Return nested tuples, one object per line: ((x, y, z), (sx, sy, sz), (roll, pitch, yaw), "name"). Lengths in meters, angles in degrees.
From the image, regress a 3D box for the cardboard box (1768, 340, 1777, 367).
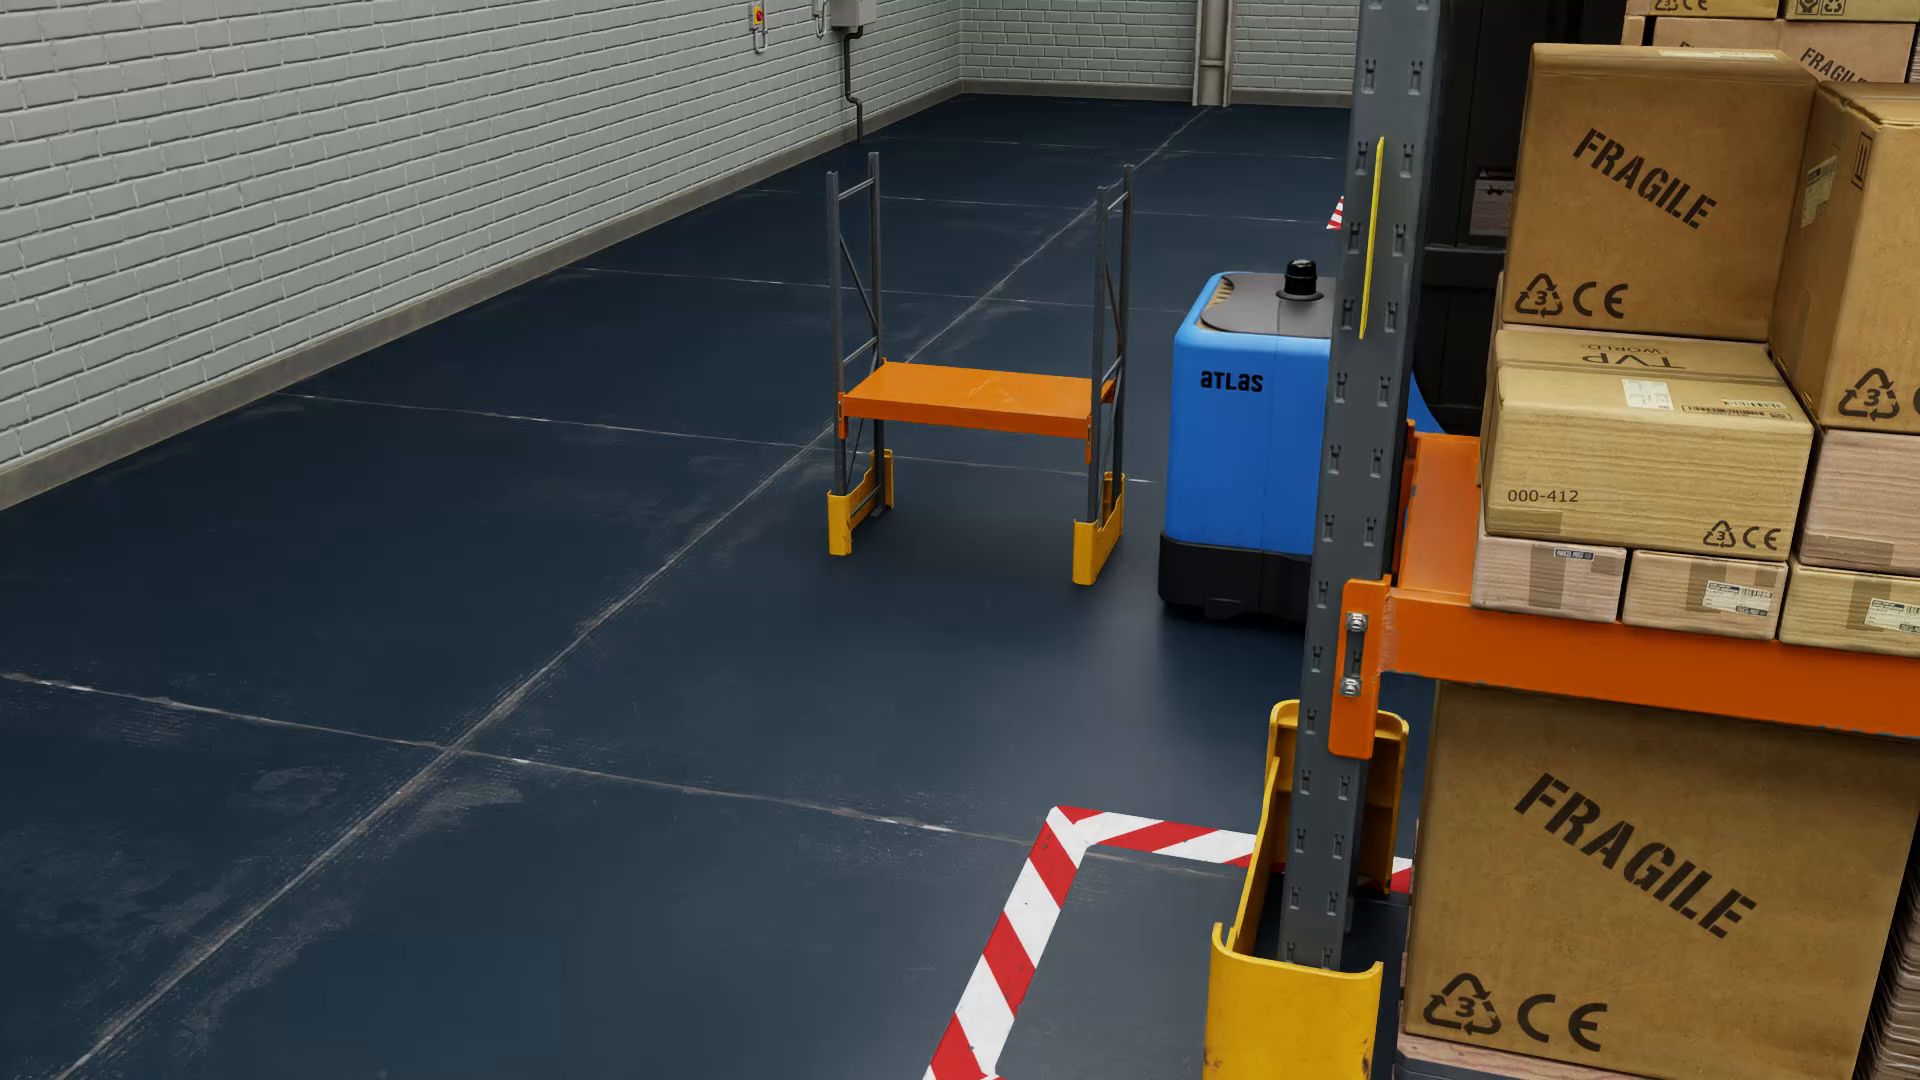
((1.889, -0.329, 3.424), (0.500, 0.250, 0.500), (6, 23, 15), "cardboard box")

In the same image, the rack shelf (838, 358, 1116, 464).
((0.082, -0.518, 6.531), (1.000, 0.185, 0.538), (7, 23, 16), "rack shelf")

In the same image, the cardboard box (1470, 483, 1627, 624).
((1.107, 0.002, 3.143), (0.250, 0.149, 0.380), (7, 23, 16), "cardboard box")

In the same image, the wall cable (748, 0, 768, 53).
((-1.680, -4.968, 13.548), (0.123, 1.953, 0.585), (7, 23, 16), "wall cable")

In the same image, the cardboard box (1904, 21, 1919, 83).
((4.217, -1.937, 7.016), (0.500, 0.500, 0.500), (6, 23, 14), "cardboard box")

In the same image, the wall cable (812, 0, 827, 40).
((-1.281, -5.470, 14.814), (0.122, 1.984, 0.588), (7, 23, 16), "wall cable")

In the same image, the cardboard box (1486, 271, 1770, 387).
((1.403, -0.384, 3.560), (0.500, 0.250, 0.500), (6, 23, 15), "cardboard box")

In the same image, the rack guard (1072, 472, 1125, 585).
((0.550, -0.053, 6.569), (0.087, 0.250, 0.587), (7, 23, 16), "rack guard")

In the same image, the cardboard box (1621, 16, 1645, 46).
((2.742, -2.098, 7.409), (0.500, 0.500, 0.500), (8, 24, 18), "cardboard box")

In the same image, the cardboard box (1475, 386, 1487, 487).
((1.299, -0.237, 3.727), (0.250, 0.149, 0.380), (7, 23, 17), "cardboard box")

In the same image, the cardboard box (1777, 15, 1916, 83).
((3.727, -1.991, 7.147), (0.500, 0.500, 0.500), (7, 23, 16), "cardboard box")

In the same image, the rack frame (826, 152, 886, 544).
((-0.405, -0.740, 6.598), (0.032, 1.500, 0.500), (7, 23, 16), "rack frame")

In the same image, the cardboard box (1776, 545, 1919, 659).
((1.598, 0.058, 3.008), (0.250, 0.149, 0.380), (6, 23, 14), "cardboard box")

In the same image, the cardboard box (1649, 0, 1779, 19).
((3.230, -2.512, 7.100), (0.500, 0.500, 0.500), (7, 23, 17), "cardboard box")

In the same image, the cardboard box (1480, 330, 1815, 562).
((1.244, -0.190, 3.088), (0.500, 0.250, 0.500), (6, 23, 14), "cardboard box")

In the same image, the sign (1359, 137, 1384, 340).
((0.697, -0.509, 2.814), (0.005, 0.325, 0.100), (7, 23, 16), "sign")

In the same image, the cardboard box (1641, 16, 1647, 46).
((3.388, -2.234, 7.739), (0.500, 0.500, 0.500), (6, 23, 15), "cardboard box")

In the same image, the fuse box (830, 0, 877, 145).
((-0.933, -4.634, 15.813), (0.414, 1.711, 0.539), (7, 23, 16), "fuse box")

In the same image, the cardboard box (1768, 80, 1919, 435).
((1.723, -0.483, 2.812), (0.500, 0.500, 0.500), (6, 23, 14), "cardboard box")

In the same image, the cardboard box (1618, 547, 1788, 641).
((1.353, 0.030, 3.076), (0.250, 0.149, 0.380), (6, 23, 15), "cardboard box")

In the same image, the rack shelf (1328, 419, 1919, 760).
((2.777, 0.279, 3.085), (4.000, 0.370, 1.077), (7, 23, 16), "rack shelf")

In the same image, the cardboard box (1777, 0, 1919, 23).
((3.722, -2.447, 6.941), (0.500, 0.500, 0.500), (6, 23, 14), "cardboard box")

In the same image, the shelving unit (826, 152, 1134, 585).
((0.073, -0.686, 6.465), (1.083, 1.500, 0.587), (7, 23, 16), "shelving unit")

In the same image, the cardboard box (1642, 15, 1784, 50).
((3.262, -2.049, 7.289), (0.500, 0.500, 0.500), (7, 23, 16), "cardboard box")

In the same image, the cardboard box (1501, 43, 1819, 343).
((1.405, -0.730, 3.415), (0.500, 0.500, 0.500), (7, 23, 16), "cardboard box")

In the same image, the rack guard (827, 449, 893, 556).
((-0.404, -0.162, 6.835), (0.087, 0.250, 0.587), (7, 23, 16), "rack guard")

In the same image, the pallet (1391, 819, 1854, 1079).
((1.651, 1.076, 3.868), (1.213, 0.211, 1.003), (7, 23, 16), "pallet")

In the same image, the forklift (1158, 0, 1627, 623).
((2.301, -1.101, 5.593), (3.031, 2.935, 1.130), (6, 23, 14), "forklift")

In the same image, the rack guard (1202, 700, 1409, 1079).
((0.840, 0.881, 3.964), (0.348, 0.500, 1.175), (7, 23, 16), "rack guard")

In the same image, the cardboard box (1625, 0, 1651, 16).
((2.745, -2.565, 7.229), (0.500, 0.500, 0.500), (6, 23, 15), "cardboard box")

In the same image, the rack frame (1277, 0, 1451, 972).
((0.863, -0.273, 3.483), (0.127, 3.000, 1.000), (7, 23, 16), "rack frame")

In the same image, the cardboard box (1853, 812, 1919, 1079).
((2.370, 0.657, 3.463), (0.875, 0.875, 0.875), (7, 23, 16), "cardboard box")

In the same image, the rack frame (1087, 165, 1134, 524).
((0.568, -0.629, 6.327), (0.032, 1.500, 0.500), (7, 23, 16), "rack frame")

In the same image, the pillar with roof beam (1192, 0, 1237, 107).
((1.591, -7.512, 13.226), (0.400, 9.000, 9.100), (7, 23, 16), "pillar with roof beam")

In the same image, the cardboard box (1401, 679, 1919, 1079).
((1.498, 0.557, 3.706), (0.875, 0.875, 0.875), (7, 23, 16), "cardboard box")

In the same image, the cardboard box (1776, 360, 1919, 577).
((1.744, -0.136, 2.954), (0.500, 0.250, 0.500), (6, 23, 15), "cardboard box")
